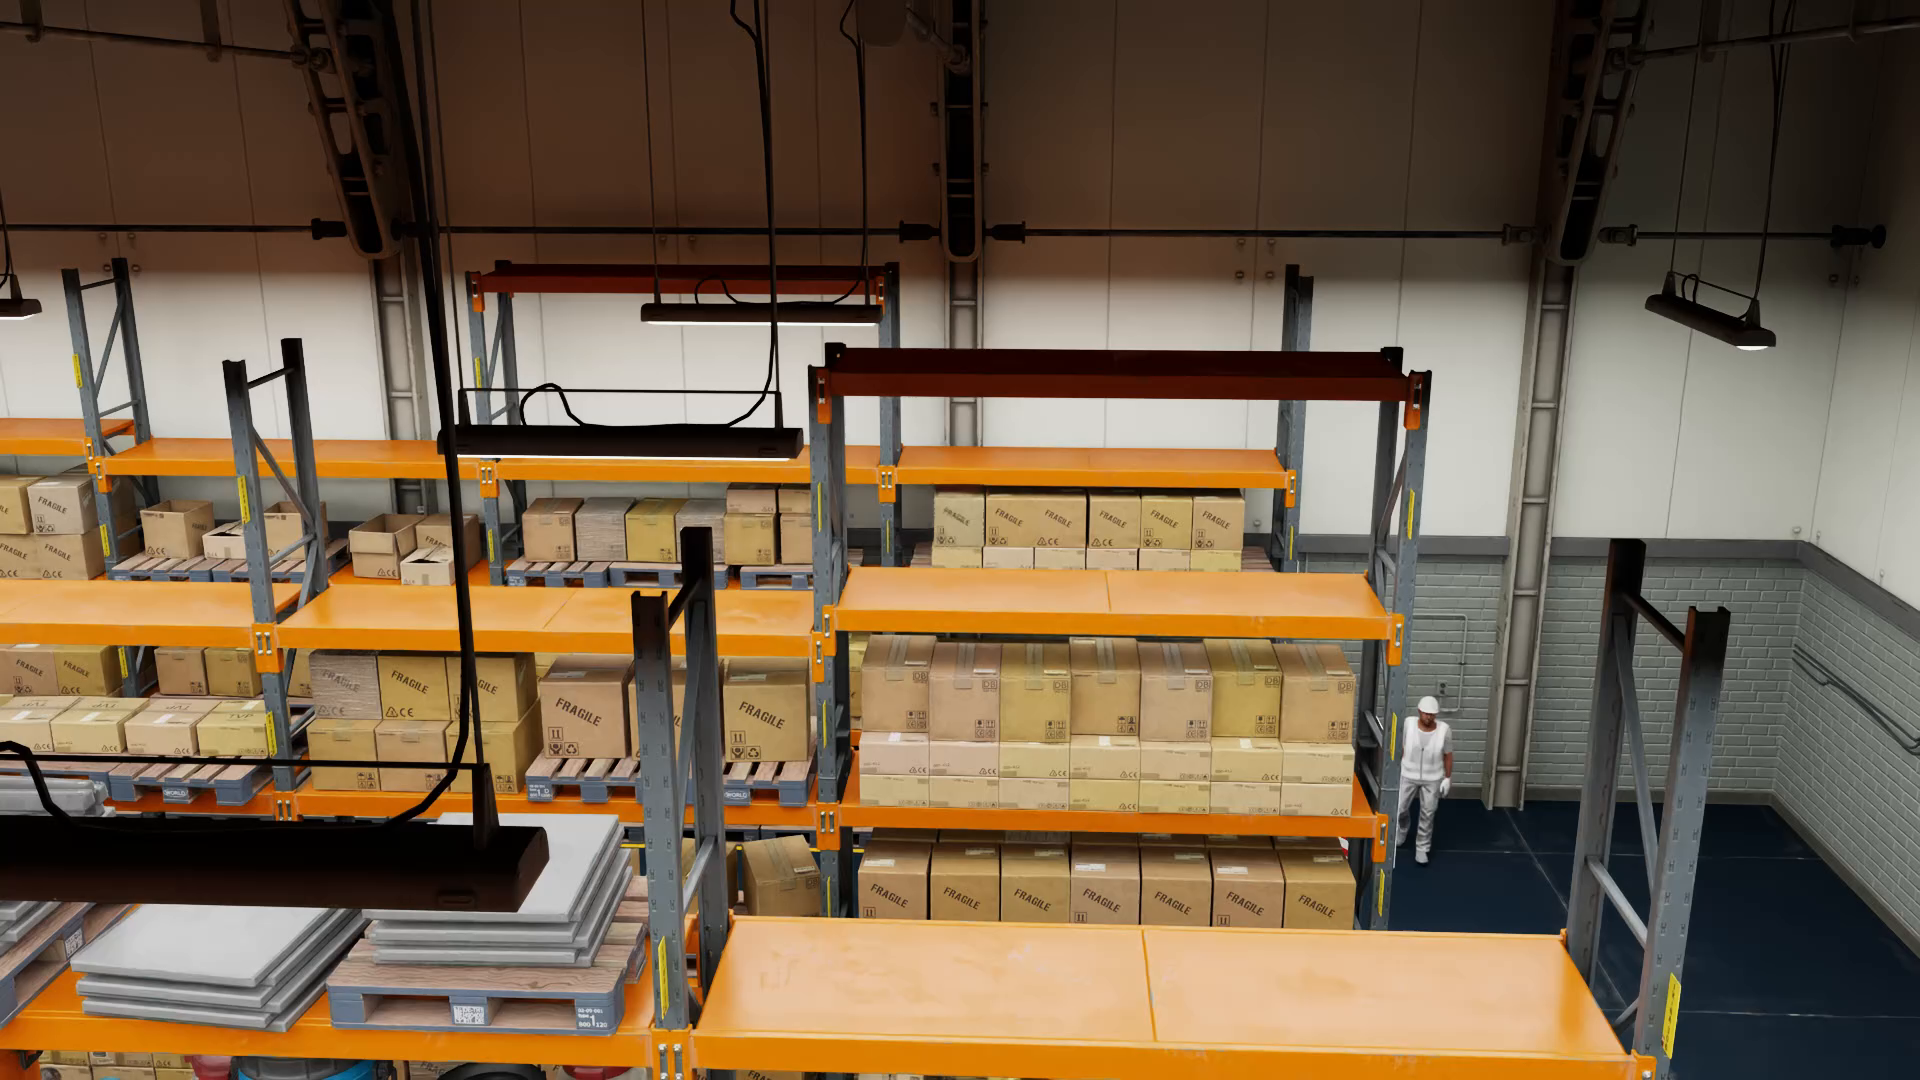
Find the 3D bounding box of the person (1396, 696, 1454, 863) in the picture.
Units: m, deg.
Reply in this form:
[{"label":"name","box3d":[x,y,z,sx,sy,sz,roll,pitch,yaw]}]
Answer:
[{"label":"person","box3d":[4.730,2.407,17.063,0.606,1.778,0.534,4,17,15]}]

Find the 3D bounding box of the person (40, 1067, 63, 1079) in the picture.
[{"label":"person","box3d":[-6.050,4.232,11.085,0.945,1.594,0.456,1,16,4]}]
